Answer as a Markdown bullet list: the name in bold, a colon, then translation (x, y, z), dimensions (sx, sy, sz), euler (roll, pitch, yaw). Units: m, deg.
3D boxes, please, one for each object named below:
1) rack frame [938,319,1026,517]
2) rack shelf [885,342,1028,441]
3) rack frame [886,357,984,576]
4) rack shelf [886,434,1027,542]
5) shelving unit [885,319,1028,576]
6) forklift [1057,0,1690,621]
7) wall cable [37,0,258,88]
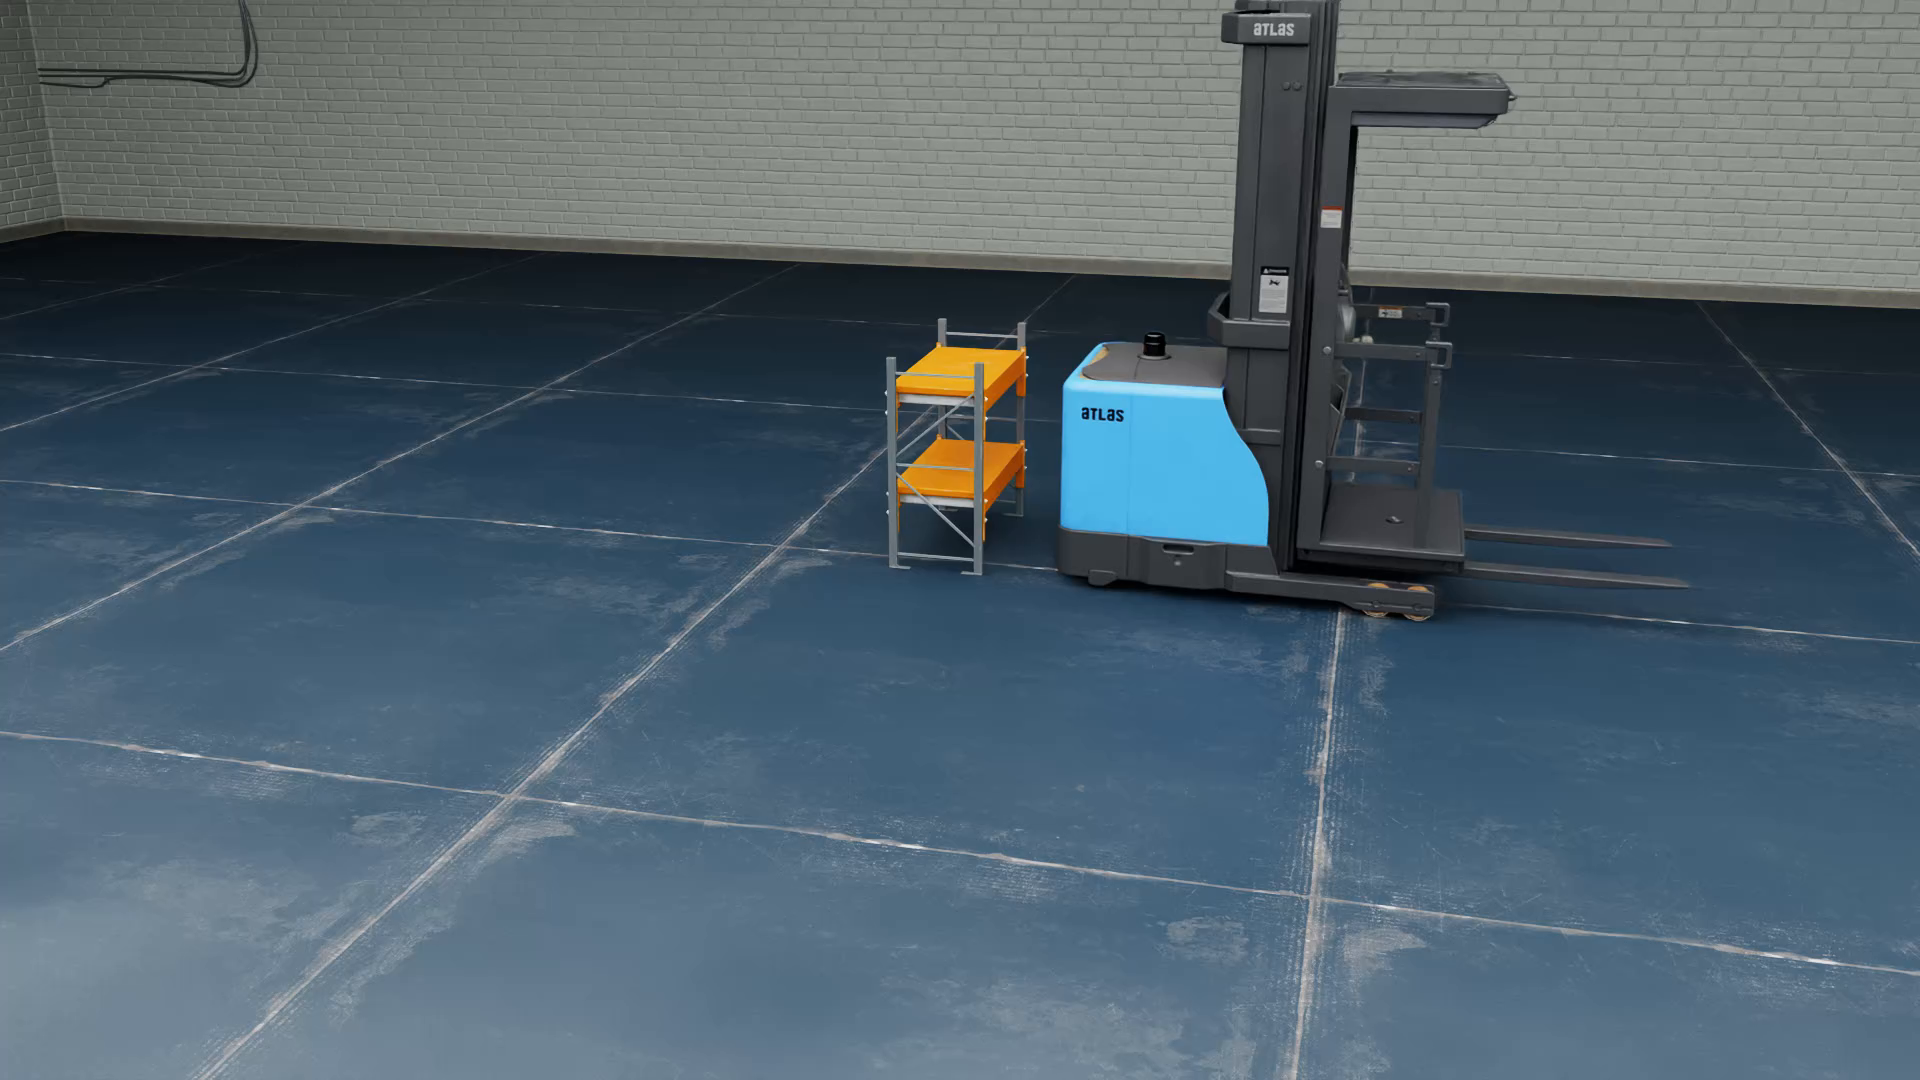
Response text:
- **rack frame**: translation (0.123, -0.690, 9.466), dimensions (0.500, 1.125, 0.032), euler (5, 19, 13)
- **rack shelf**: translation (-0.002, -0.807, 8.905), dimensions (0.538, 0.278, 1.000), euler (5, 19, 13)
- **rack frame**: translation (-0.126, -0.371, 8.533), dimensions (0.500, 1.125, 0.032), euler (5, 19, 13)
- **rack shelf**: translation (-0.002, -0.299, 9.079), dimensions (0.538, 0.278, 1.000), euler (5, 19, 13)
- **shelving unit**: translation (-0.002, -0.530, 9.000), dimensions (0.538, 1.125, 1.048), euler (5, 19, 13)
- **forklift**: translation (2.072, -1.185, 8.123), dimensions (3.031, 2.935, 1.130), euler (5, 19, 14)
- **wall cable**: translation (-9.457, -6.426, 18.883), dimensions (3.097, 2.526, 0.112), euler (5, 19, 13)
